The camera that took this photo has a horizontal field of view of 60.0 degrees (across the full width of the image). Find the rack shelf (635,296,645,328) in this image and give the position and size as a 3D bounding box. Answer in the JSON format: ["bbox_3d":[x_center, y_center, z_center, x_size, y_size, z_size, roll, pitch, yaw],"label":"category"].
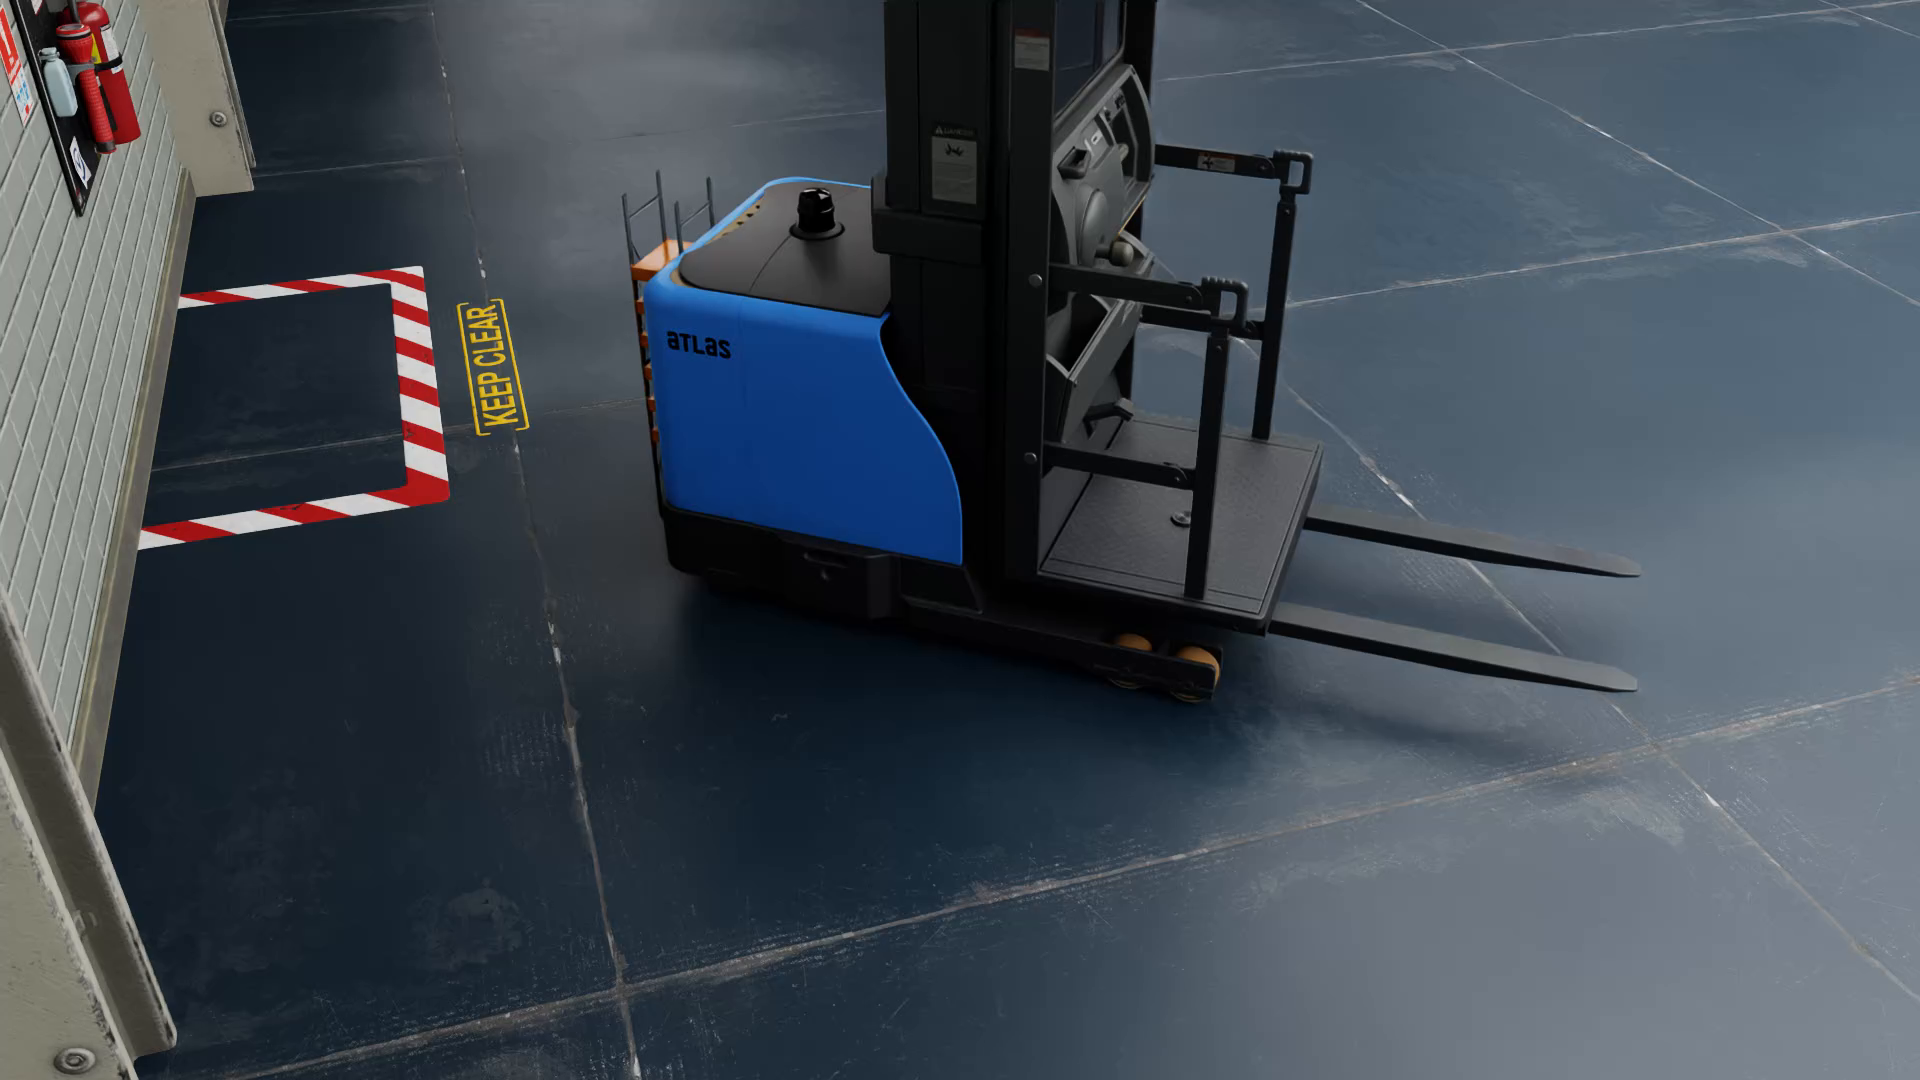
[{"bbox_3d":[-0.930,-0.785,5.494,0.180,0.103,0.258,11,35,16],"label":"rack shelf"}]

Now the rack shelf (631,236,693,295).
[{"bbox_3d":[-0.930,-0.885,5.428,0.180,0.103,0.258,11,35,16],"label":"rack shelf"}]

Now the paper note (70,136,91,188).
[{"bbox_3d":[-3.085,-1.325,5.834,0.016,0.148,0.142,-10,35,-15],"label":"paper note"}]

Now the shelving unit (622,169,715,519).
[{"bbox_3d":[-0.930,-0.621,5.602,0.189,1.200,0.258,11,35,16],"label":"shelving unit"}]

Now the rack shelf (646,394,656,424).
[{"bbox_3d":[-0.930,-0.484,5.693,0.180,0.103,0.258,11,35,16],"label":"rack shelf"}]

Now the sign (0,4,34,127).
[{"bbox_3d":[-3.002,-1.505,5.274,0.001,0.329,0.234,-10,35,-15],"label":"sign"}]

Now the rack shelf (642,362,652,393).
[{"bbox_3d":[-0.930,-0.584,5.627,0.180,0.103,0.258,11,35,16],"label":"rack shelf"}]

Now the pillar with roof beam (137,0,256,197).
[{"bbox_3d":[0.309,-6.328,7.164,9.100,9.000,0.400,-10,35,-15],"label":"pillar with roof beam"}]

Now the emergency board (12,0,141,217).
[{"bbox_3d":[-3.073,-1.797,5.749,0.194,1.169,0.643,-10,35,-15],"label":"emergency board"}]

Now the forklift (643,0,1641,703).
[{"bbox_3d":[0.602,-1.065,4.703,3.031,2.935,1.130,11,35,16],"label":"forklift"}]

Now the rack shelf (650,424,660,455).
[{"bbox_3d":[-0.930,-0.384,5.759,0.180,0.103,0.258,11,35,16],"label":"rack shelf"}]

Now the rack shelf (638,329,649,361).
[{"bbox_3d":[-0.930,-0.685,5.561,0.180,0.103,0.258,11,35,16],"label":"rack shelf"}]

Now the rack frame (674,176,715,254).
[{"bbox_3d":[-0.844,-0.604,5.576,0.006,1.200,0.240,11,35,16],"label":"rack frame"}]

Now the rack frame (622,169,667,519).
[{"bbox_3d":[-1.016,-0.639,5.628,0.006,1.200,0.240,11,35,16],"label":"rack frame"}]
